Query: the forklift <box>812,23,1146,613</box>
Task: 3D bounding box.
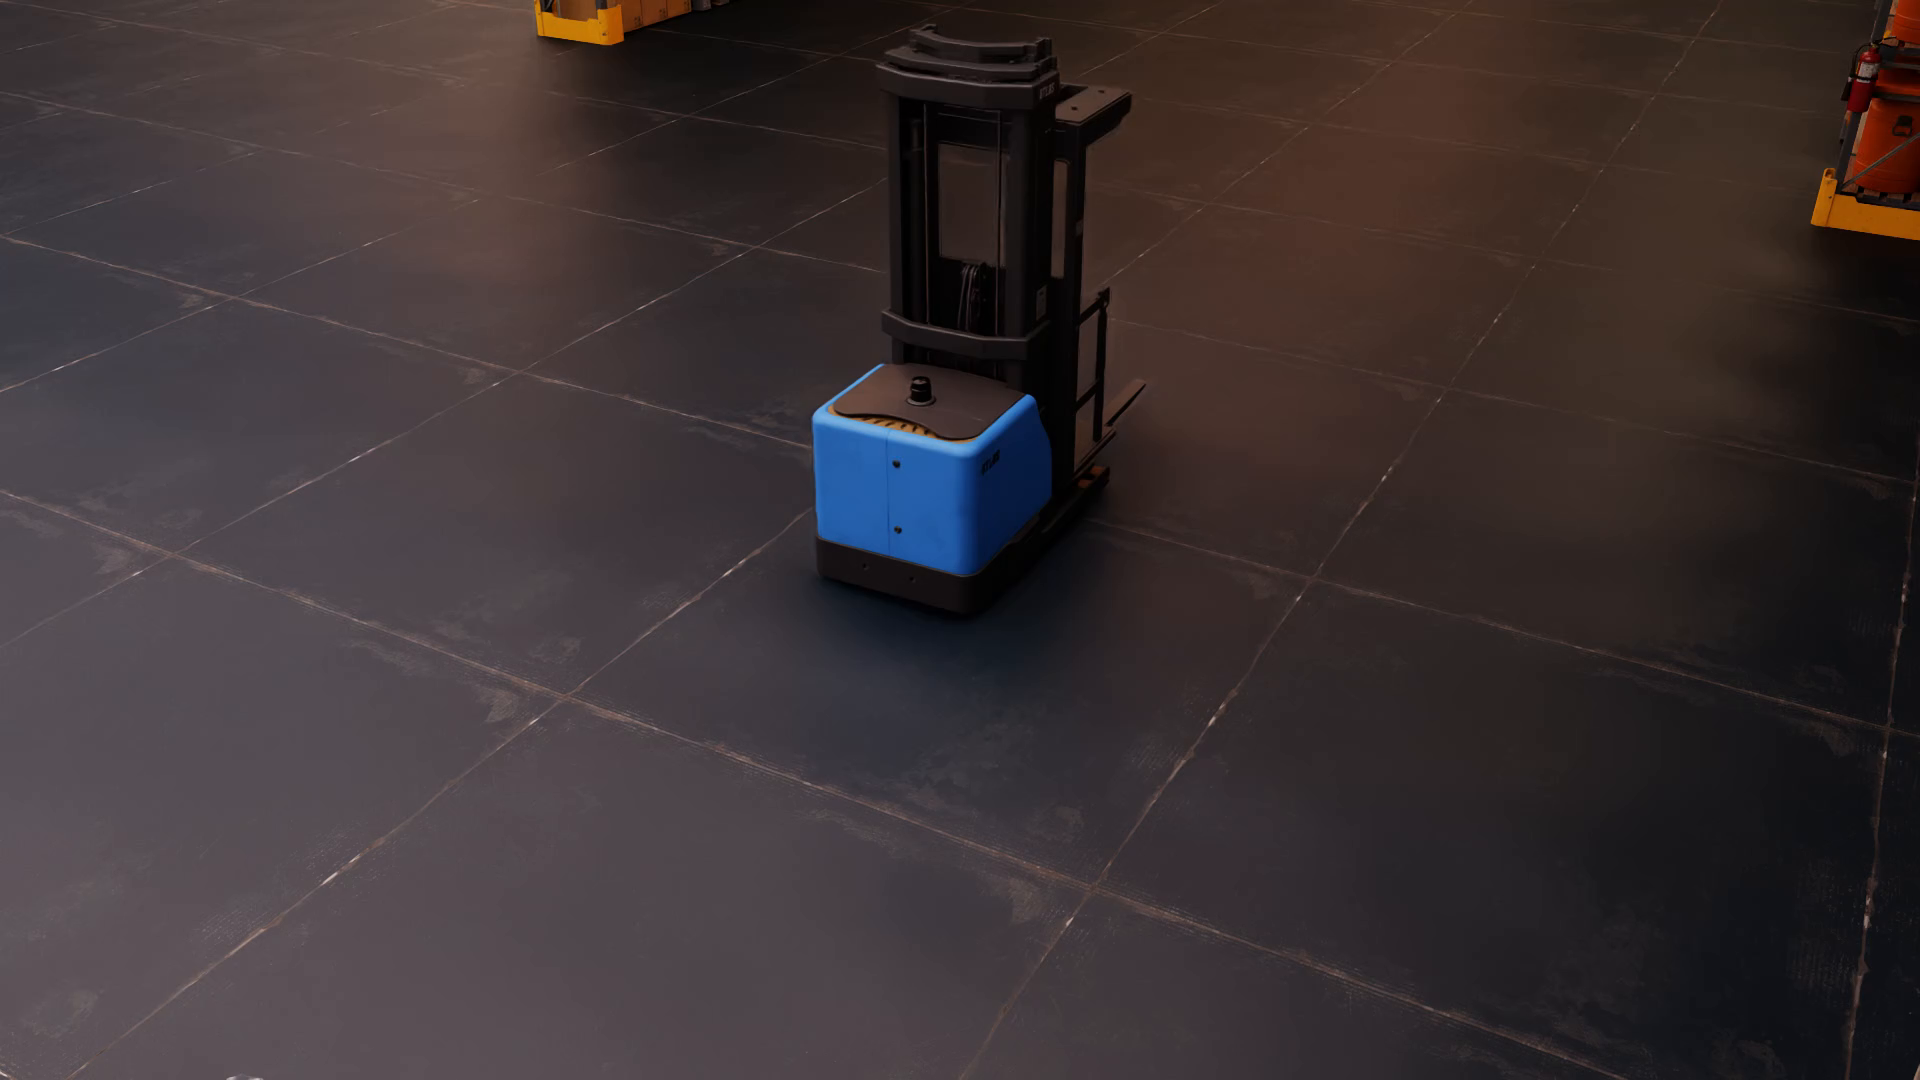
[{"bbox_3d":[0.294,-1.576,9.802,1.130,2.935,3.031,14,33,23],"label":"forklift"}]
